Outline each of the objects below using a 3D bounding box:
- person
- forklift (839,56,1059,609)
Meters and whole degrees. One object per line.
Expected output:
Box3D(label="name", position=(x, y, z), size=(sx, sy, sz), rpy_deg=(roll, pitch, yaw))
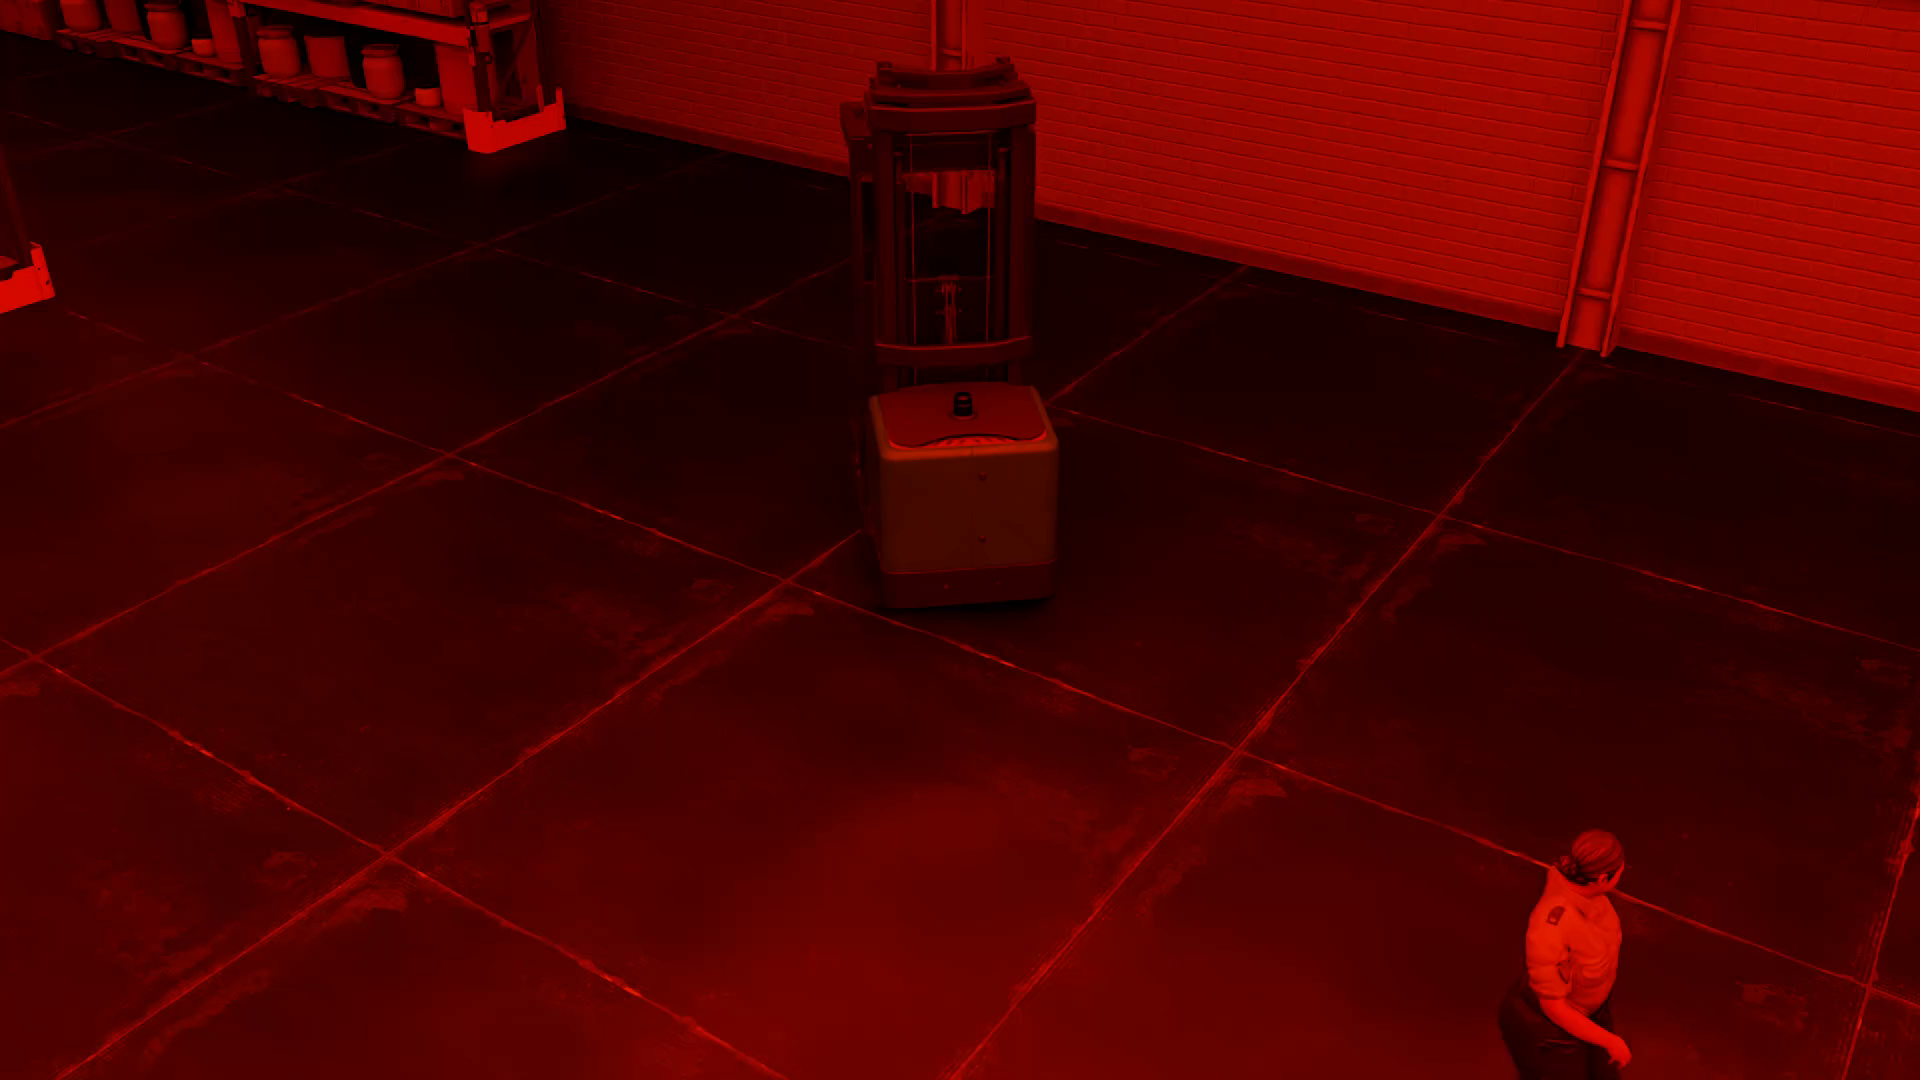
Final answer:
Box3D(label="person", position=(2.198, 1.704, 5.993), size=(0.530, 1.590, 0.667), rpy_deg=(25, 39, 36))
Box3D(label="forklift", position=(-0.138, -1.587, 10.313), size=(1.130, 2.935, 3.031), rpy_deg=(-4, 30, -7))
